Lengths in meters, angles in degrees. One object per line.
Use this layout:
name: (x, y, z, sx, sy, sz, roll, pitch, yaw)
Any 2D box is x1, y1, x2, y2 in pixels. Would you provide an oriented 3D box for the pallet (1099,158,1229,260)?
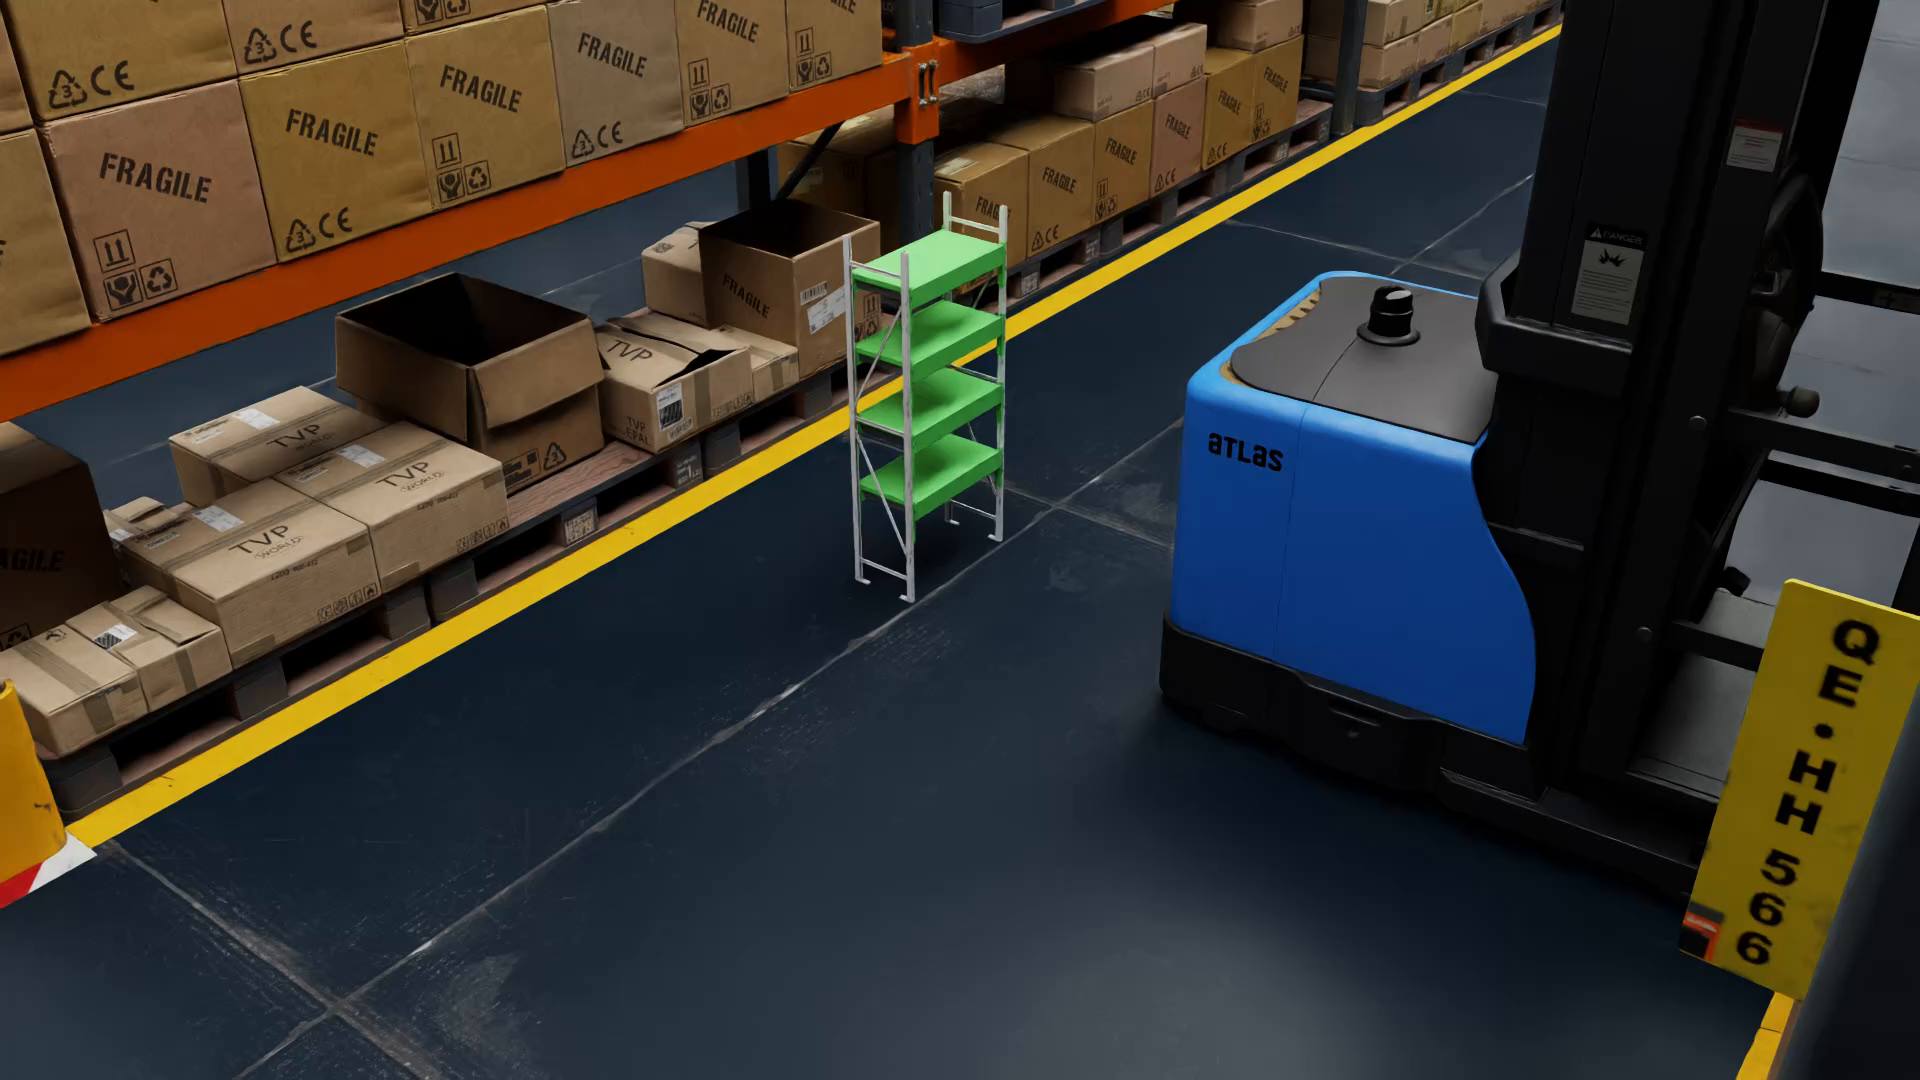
pallet: (0.660, -1.837, 8.643, 1.003, 0.211, 1.213, 21, 37, 31)

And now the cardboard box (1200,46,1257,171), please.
cardboard box: (1.188, -2.273, 8.664, 0.500, 0.500, 0.500, 20, 36, 30)

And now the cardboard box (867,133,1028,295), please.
cardboard box: (-0.051, -1.432, 7.244, 0.500, 0.500, 0.500, 19, 36, 29)

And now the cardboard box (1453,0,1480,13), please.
cardboard box: (3.048, -3.606, 10.628, 0.500, 0.311, 0.500, 20, 36, 30)

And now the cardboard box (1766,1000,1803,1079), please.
cardboard box: (1.300, 0.613, 1.479, 0.980, 0.700, 0.700, 23, 38, 33)

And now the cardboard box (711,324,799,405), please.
cardboard box: (-0.833, -0.669, 6.302, 0.380, 0.149, 0.250, 21, 37, 31)

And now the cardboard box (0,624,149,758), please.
cardboard box: (-2.425, 0.402, 4.494, 0.380, 0.149, 0.250, 21, 37, 31)

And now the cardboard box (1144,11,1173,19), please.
cardboard box: (1.064, -2.624, 9.256, 0.500, 0.500, 0.500, 20, 36, 30)

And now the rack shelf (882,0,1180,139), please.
rack shelf: (0.670, -2.700, 8.069, 1.077, 0.370, 4.000, 21, 37, 31)

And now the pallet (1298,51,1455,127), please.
pallet: (2.406, -2.945, 10.512, 1.003, 0.211, 1.213, 21, 37, 31)

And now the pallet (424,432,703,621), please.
pallet: (-1.688, -0.220, 5.914, 1.003, 0.211, 1.213, 21, 37, 31)

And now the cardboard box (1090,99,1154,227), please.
cardboard box: (0.570, -1.853, 7.955, 0.500, 0.500, 0.500, 22, 37, 32)

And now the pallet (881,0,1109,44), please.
pallet: (0.033, -2.405, 7.054, 1.003, 0.211, 1.213, 21, 37, 31)

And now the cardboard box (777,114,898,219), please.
cardboard box: (-0.467, -1.599, 7.526, 0.500, 0.500, 0.500, 21, 37, 31)

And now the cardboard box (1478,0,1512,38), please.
cardboard box: (3.350, -3.568, 11.114, 0.500, 0.250, 0.500, 22, 37, 32)

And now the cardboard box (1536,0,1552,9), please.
cardboard box: (3.966, -3.983, 11.814, 0.500, 0.250, 0.500, 20, 36, 31)

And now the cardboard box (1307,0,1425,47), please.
cardboard box: (2.428, -3.184, 9.915, 0.500, 0.311, 0.500, 23, 37, 33)

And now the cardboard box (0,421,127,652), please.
cardboard box: (-2.820, 0.019, 4.796, 0.500, 0.500, 0.500, 21, 37, 31)

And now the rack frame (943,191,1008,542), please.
rack frame: (0.047, -0.548, 5.498, 0.240, 1.200, 0.015, 21, 37, 31)

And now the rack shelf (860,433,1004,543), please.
rack shelf: (-0.100, -0.187, 5.486, 0.258, 0.148, 0.480, 21, 37, 31)

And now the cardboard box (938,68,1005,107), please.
cardboard box: (0.141, -2.001, 8.204, 0.500, 0.500, 0.500, 22, 37, 32)

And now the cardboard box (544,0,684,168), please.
cardboard box: (-1.252, -1.538, 5.304, 0.500, 0.500, 0.500, 22, 37, 32)

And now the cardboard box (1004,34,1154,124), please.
cardboard box: (0.553, -2.161, 7.739, 0.500, 0.250, 0.500, 21, 37, 31)

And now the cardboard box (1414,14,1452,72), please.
cardboard box: (2.731, -3.147, 10.403, 0.500, 0.250, 0.500, 20, 36, 30)

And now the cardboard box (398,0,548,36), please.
cardboard box: (-1.552, -1.766, 4.709, 0.500, 0.500, 0.500, 21, 36, 31)

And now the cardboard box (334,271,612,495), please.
cardboard box: (-1.667, -0.546, 5.747, 0.797, 0.503, 0.637, 21, 37, 31)

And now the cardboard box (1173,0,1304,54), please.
cardboard box: (1.470, -2.782, 8.787, 0.500, 0.250, 0.500, 23, 37, 33)

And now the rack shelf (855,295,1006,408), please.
rack shelf: (-0.100, -0.600, 5.241, 0.258, 0.148, 0.480, 21, 37, 31)

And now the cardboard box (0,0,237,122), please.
cardboard box: (-2.164, -1.358, 4.020, 0.500, 0.500, 0.500, 22, 37, 32)

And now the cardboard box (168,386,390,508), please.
cardboard box: (-2.222, -0.250, 5.496, 0.500, 0.250, 0.500, 21, 37, 31)

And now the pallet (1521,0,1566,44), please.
pallet: (3.879, -3.937, 12.186, 1.003, 0.211, 1.213, 21, 37, 31)

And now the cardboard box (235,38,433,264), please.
cardboard box: (-1.861, -1.127, 4.612, 0.500, 0.500, 0.500, 21, 37, 31)

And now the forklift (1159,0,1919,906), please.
forklift: (2.098, -0.557, 3.815, 3.031, 2.935, 1.130, 19, 35, 28)

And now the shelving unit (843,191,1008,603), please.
shelving unit: (-0.100, -0.449, 5.331, 0.258, 1.200, 0.503, 21, 37, 31)

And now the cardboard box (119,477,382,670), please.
cardboard box: (-2.095, 0.086, 4.928, 0.500, 0.250, 0.500, 21, 37, 31)

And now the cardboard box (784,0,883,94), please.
cardboard box: (-0.634, -1.957, 6.012, 0.500, 0.500, 0.500, 22, 37, 32)

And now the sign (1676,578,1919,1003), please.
sign: (0.576, 0.180, 1.136, 0.100, 0.325, 0.005, 21, 37, 31)

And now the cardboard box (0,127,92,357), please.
cardboard box: (-2.473, -0.713, 3.912, 0.500, 0.500, 0.500, 22, 37, 32)

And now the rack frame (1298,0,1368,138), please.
rack frame: (1.878, -3.822, 9.257, 1.000, 3.000, 0.127, 21, 37, 31)
